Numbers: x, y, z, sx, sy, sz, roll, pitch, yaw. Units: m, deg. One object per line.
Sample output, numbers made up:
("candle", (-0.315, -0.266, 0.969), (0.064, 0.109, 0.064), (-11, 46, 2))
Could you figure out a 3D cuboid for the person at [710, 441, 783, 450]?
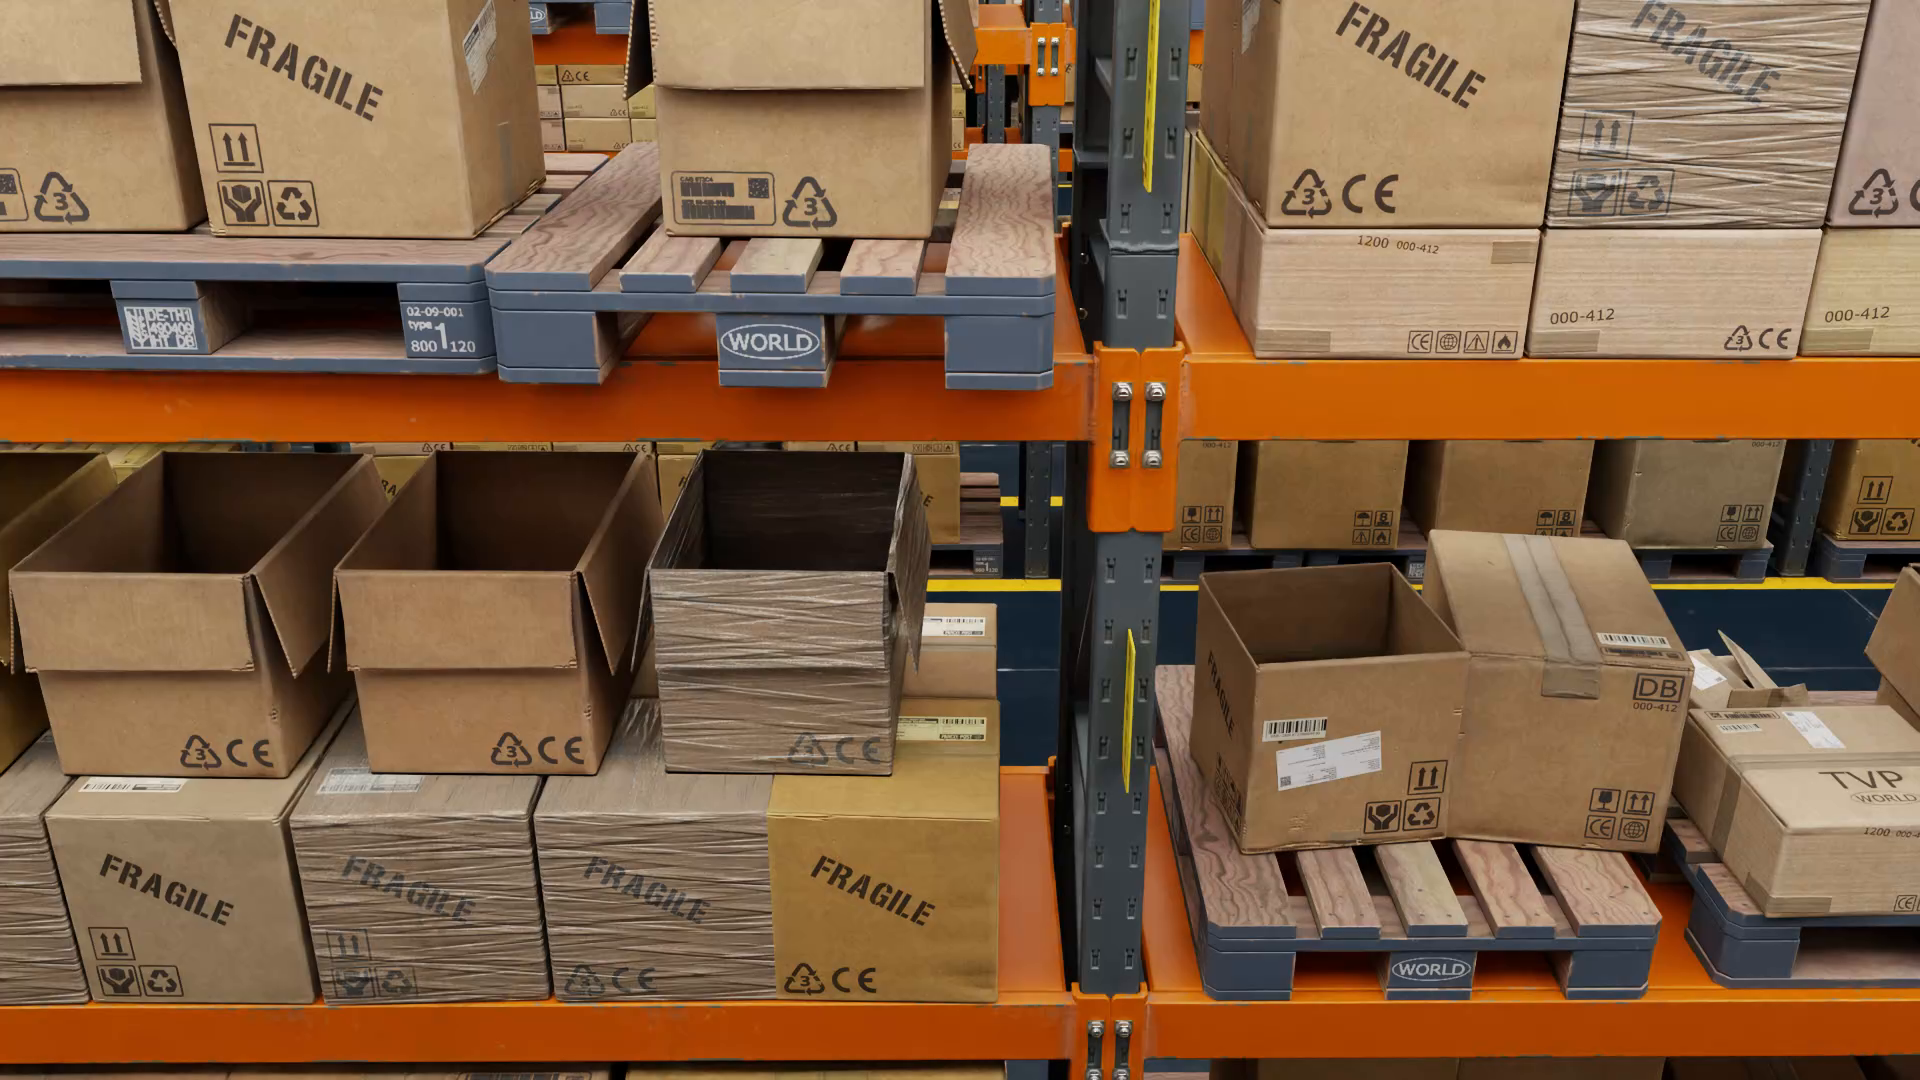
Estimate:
("person", (-0.868, 0.089, 6.884), (0.706, 1.702, 0.539), (2, 24, 5))
